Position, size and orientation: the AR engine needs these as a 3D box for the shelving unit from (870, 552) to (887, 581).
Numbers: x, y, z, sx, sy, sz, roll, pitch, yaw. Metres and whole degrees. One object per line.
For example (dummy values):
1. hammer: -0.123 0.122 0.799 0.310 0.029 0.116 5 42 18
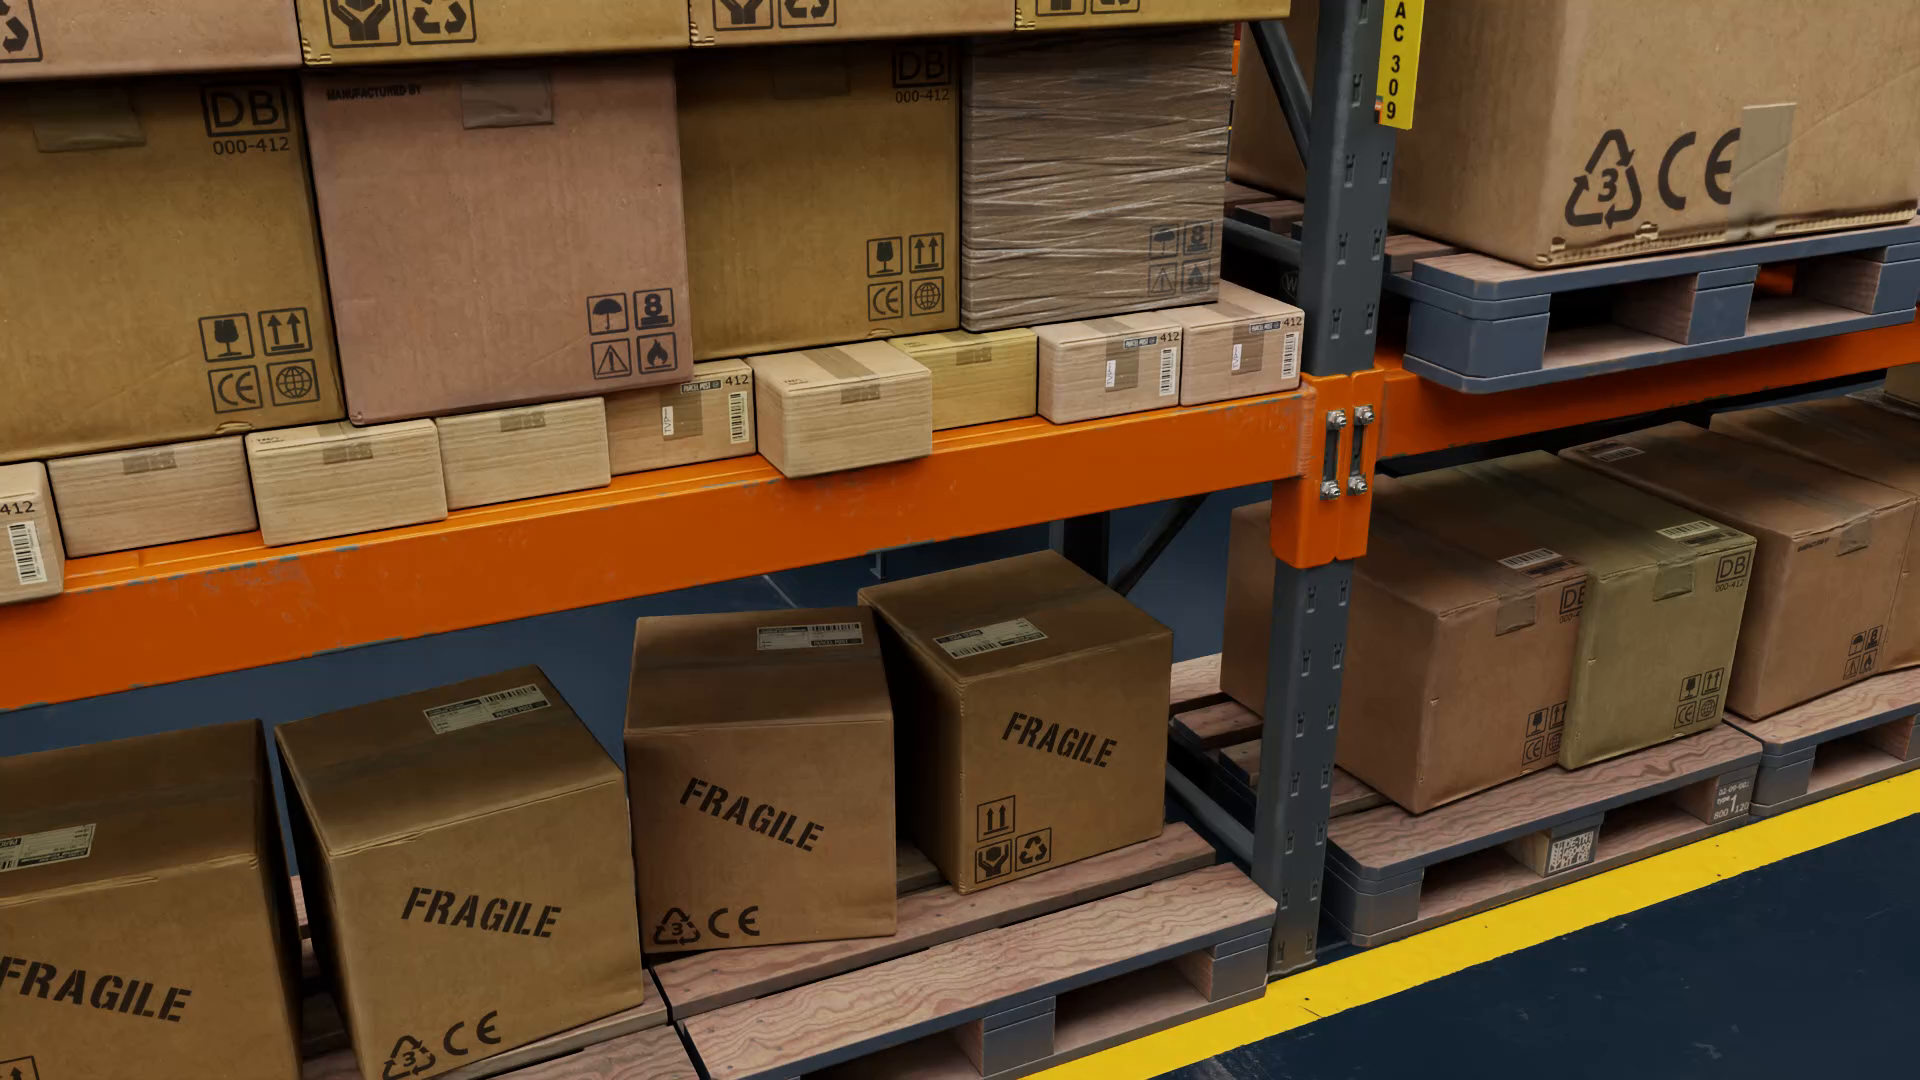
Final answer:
1. shelving unit: -0.006 -0.692 5.460 0.755 1.500 0.431 -10 25 -24

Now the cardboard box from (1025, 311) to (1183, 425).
1. cardboard box: 0.192 -0.346 2.992 0.250 0.149 0.380 -10 25 -24

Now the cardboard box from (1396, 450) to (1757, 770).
1. cardboard box: 1.488 0.147 4.165 0.500 0.500 0.700 -11 25 -24

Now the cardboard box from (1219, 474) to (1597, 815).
1. cardboard box: 1.050 0.220 3.989 0.500 0.500 0.700 -13 26 -28

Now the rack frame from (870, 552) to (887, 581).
1. rack frame: -0.336 -0.631 5.314 0.023 1.500 0.400 -10 25 -24

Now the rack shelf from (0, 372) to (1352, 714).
1. rack shelf: -1.315 0.027 2.703 4.000 0.370 1.077 -10 25 -24

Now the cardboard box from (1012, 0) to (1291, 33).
1. cardboard box: 0.201 -1.113 2.691 0.500 0.500 0.500 -10 25 -24

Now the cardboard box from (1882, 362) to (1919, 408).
1. cardboard box: 3.027 -0.482 4.706 0.500 0.250 0.500 -8 24 -18

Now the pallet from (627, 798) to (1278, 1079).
1. pallet: -0.102 0.775 3.602 1.213 0.211 1.003 -10 25 -24

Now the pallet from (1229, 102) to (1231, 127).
1. pallet: 1.585 -3.738 14.506 1.213 0.211 1.003 -10 25 -24

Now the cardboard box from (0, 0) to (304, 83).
1. cardboard box: -1.152 -0.866 2.092 0.500 0.500 0.500 -10 25 -24

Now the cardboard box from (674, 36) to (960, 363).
1. cardboard box: -0.411 -0.697 2.991 0.500 0.500 0.875 -10 25 -24

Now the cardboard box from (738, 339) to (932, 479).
1. cardboard box: -0.237 -0.245 2.749 0.250 0.149 0.380 -10 25 -24

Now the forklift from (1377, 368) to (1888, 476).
1. forklift: 2.927 -1.838 6.357 3.031 2.935 1.130 -11 25 -24

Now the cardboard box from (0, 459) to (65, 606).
1. cardboard box: -1.363 -0.038 2.249 0.250 0.149 0.380 -10 25 -24

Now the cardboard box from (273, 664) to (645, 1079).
1. cardboard box: -0.929 0.604 3.088 0.500 0.500 0.500 -13 26 -28

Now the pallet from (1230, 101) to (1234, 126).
1. pallet: 2.686 -3.942 14.998 1.213 0.211 1.003 -10 25 -24

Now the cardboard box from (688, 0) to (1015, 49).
1. cardboard box: -0.249 -1.030 2.489 0.500 0.500 0.500 -10 25 -24

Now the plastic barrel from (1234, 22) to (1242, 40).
1. plastic barrel: 1.657 -2.889 8.630 0.708 0.536 0.600 -10 25 -24

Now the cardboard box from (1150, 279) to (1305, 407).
1. cardboard box: 0.421 -0.384 3.084 0.250 0.149 0.380 -10 25 -24

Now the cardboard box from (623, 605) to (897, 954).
1. cardboard box: -0.403 0.474 3.402 0.500 0.500 0.500 -3 23 -7

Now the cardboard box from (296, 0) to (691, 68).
1. cardboard box: -0.700 -0.947 2.290 0.500 0.500 0.500 -10 25 -24

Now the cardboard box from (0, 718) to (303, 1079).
1. cardboard box: -1.451 0.681 2.902 0.500 0.500 0.500 -8 24 -19

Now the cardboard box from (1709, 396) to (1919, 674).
1. cardboard box: 2.494 -0.038 4.613 0.500 0.500 0.700 -8 24 -19

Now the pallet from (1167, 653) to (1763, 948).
1. pallet: 1.188 0.522 4.214 1.213 0.211 1.003 -10 25 -24

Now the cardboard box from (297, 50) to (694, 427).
1. cardboard box: -0.818 -0.579 2.707 0.500 0.500 0.875 -10 25 -24

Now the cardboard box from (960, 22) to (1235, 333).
1. cardboard box: 0.055 -0.767 3.162 0.500 0.500 0.875 -10 25 -24

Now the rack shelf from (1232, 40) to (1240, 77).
1. rack shelf: 0.141 -2.343 8.430 4.000 0.370 1.077 -10 25 -24

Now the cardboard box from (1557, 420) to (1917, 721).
1. cardboard box: 1.992 0.055 4.389 0.500 0.500 0.700 -13 26 -28

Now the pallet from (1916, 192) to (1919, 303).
1. pallet: 2.326 -0.870 4.180 1.213 0.211 1.003 -10 25 -24

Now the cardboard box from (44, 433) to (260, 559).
1. cardboard box: -1.195 -0.125 2.459 0.250 0.149 0.380 -10 25 -24

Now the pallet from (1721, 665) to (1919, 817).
1. pallet: 2.289 0.318 4.706 1.213 0.211 1.003 -10 25 -24

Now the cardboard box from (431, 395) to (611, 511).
1. cardboard box: -0.727 -0.194 2.625 0.250 0.149 0.380 -10 25 -24

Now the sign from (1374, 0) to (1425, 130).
1. sign: 0.730 -0.851 2.753 0.005 0.325 0.100 -10 25 -24

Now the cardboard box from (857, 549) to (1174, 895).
1. cardboard box: 0.110 0.376 3.638 0.500 0.500 0.500 -11 25 -25

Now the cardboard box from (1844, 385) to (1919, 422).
1. cardboard box: 3.002 -0.135 4.846 0.500 0.500 0.700 -13 26 -28

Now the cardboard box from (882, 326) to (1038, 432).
1. cardboard box: -0.060 -0.325 2.942 0.250 0.149 0.380 -10 25 -24

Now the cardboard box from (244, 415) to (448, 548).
1. cardboard box: -0.937 -0.140 2.496 0.250 0.149 0.380 -10 25 -24

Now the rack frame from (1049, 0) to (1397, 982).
1. rack frame: 0.487 -0.637 3.367 0.127 3.000 1.000 -10 25 -24

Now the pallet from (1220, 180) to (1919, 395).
1. pallet: 1.239 -0.625 3.589 1.213 0.211 1.003 -10 25 -24

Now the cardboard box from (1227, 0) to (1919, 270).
1. cardboard box: 1.264 -1.192 3.374 1.000 1.000 1.000 -10 25 -23

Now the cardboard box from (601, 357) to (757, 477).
1. cardboard box: -0.519 -0.249 2.759 0.250 0.149 0.380 -10 25 -24

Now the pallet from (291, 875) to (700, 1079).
1. pallet: -1.203 0.979 3.110 1.213 0.211 1.003 -10 25 -24

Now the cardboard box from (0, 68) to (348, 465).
1. cardboard box: -1.286 -0.510 2.541 0.500 0.500 0.875 -10 25 -24

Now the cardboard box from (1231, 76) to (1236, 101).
1. cardboard box: 2.181 -4.084 14.388 0.500 0.500 0.500 -10 25 -23

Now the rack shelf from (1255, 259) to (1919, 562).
1. rack shelf: 2.289 -0.637 4.306 4.000 0.370 1.077 -10 25 -24
